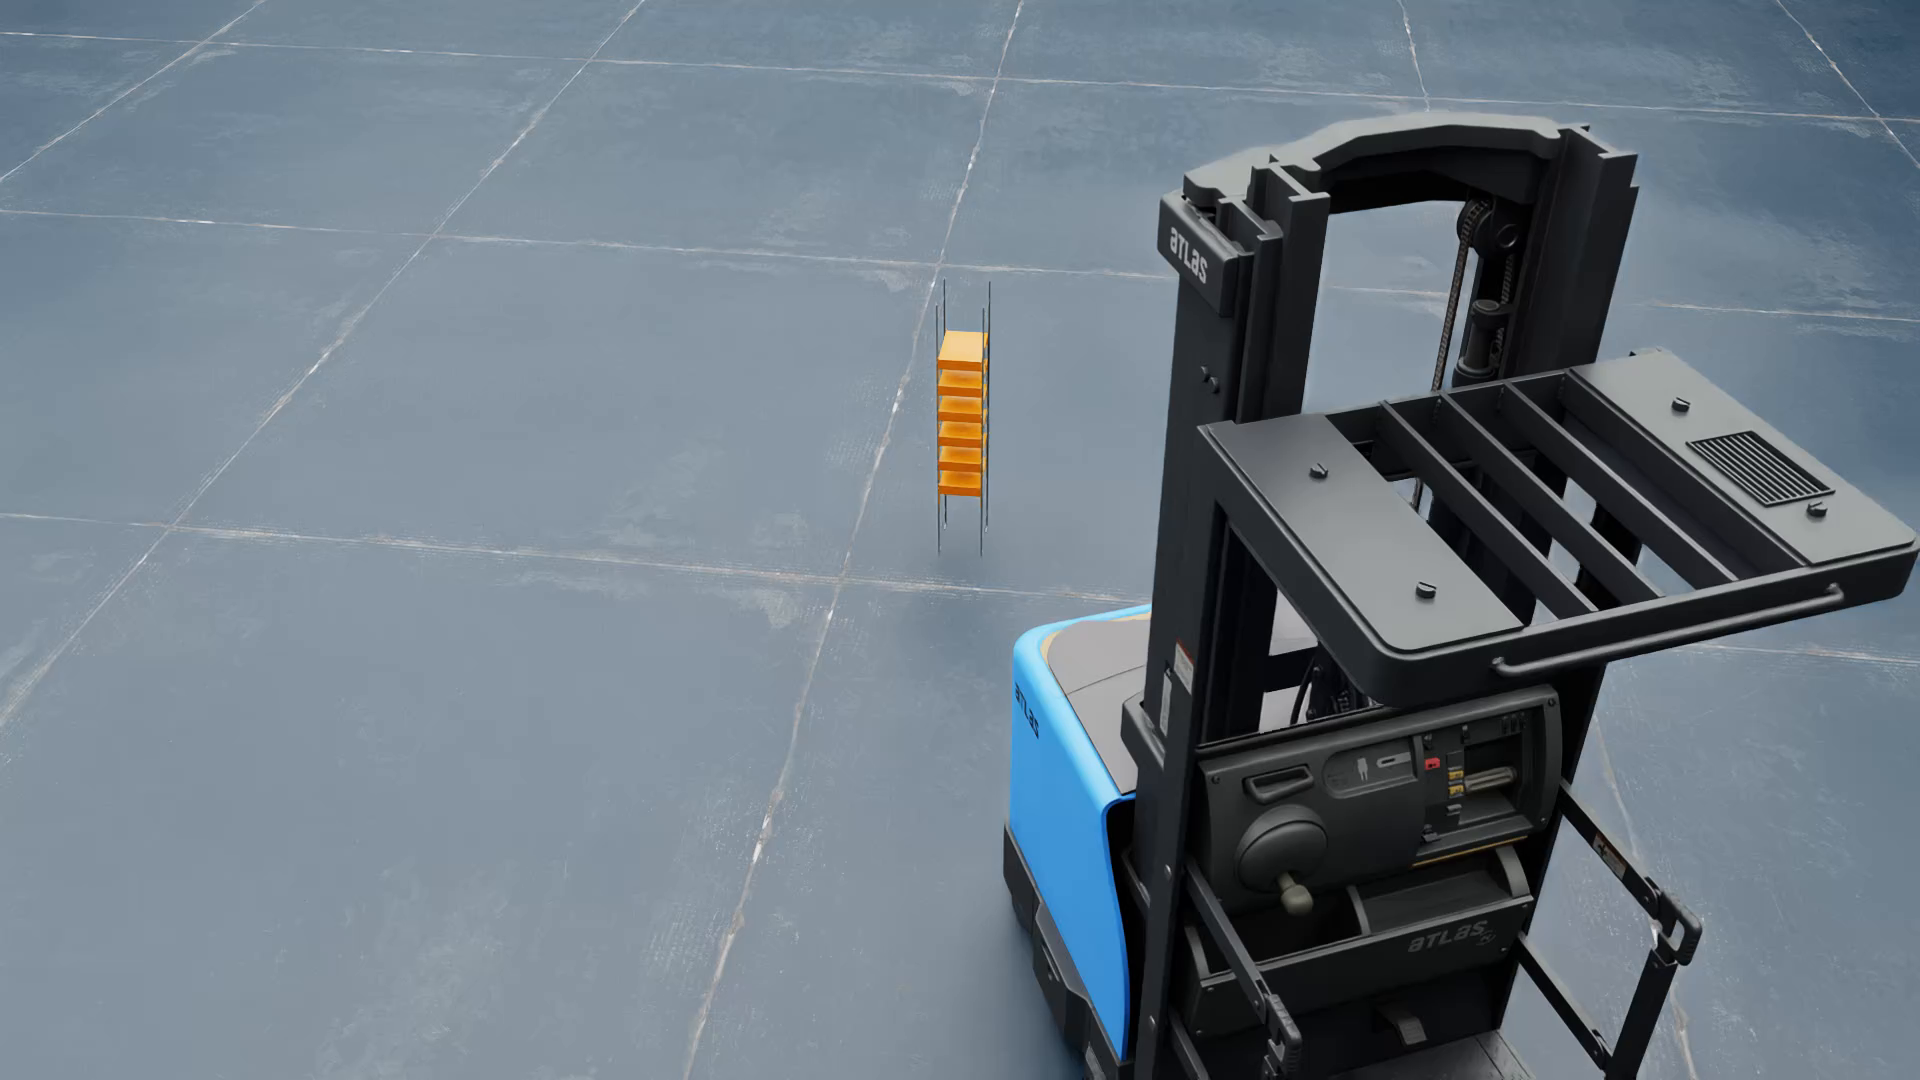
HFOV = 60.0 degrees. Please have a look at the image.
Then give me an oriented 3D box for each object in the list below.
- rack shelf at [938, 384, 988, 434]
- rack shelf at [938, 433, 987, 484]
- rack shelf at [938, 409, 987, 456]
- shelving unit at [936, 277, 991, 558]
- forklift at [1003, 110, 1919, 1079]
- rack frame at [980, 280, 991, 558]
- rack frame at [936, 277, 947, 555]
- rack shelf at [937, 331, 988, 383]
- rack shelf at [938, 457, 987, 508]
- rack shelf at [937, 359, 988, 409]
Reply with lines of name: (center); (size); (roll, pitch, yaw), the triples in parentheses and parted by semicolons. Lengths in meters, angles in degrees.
rack shelf: (0.014, -0.549, 6.856); (0.180, 0.103, 0.258); (4, 36, 6)
rack shelf: (0.014, -0.353, 6.995); (0.180, 0.103, 0.258); (4, 36, 6)
rack shelf: (0.014, -0.451, 6.926); (0.180, 0.103, 0.258); (4, 36, 6)
shelving unit: (0.014, -0.487, 6.900); (0.189, 1.200, 0.258); (4, 36, 6)
forklift: (1.075, 0.684, 3.768); (1.130, 2.935, 3.031); (-10, 37, -14)
rack frame: (0.105, -0.481, 6.890); (0.006, 1.200, 0.240); (4, 36, 6)
rack frame: (-0.076, -0.494, 6.909); (0.006, 1.200, 0.240); (4, 36, 6)
rack shelf: (0.014, -0.744, 6.717); (0.180, 0.103, 0.258); (4, 36, 6)
rack shelf: (0.014, -0.256, 7.065); (0.180, 0.103, 0.258); (4, 36, 6)
rack shelf: (0.014, -0.646, 6.786); (0.180, 0.103, 0.258); (4, 36, 6)
